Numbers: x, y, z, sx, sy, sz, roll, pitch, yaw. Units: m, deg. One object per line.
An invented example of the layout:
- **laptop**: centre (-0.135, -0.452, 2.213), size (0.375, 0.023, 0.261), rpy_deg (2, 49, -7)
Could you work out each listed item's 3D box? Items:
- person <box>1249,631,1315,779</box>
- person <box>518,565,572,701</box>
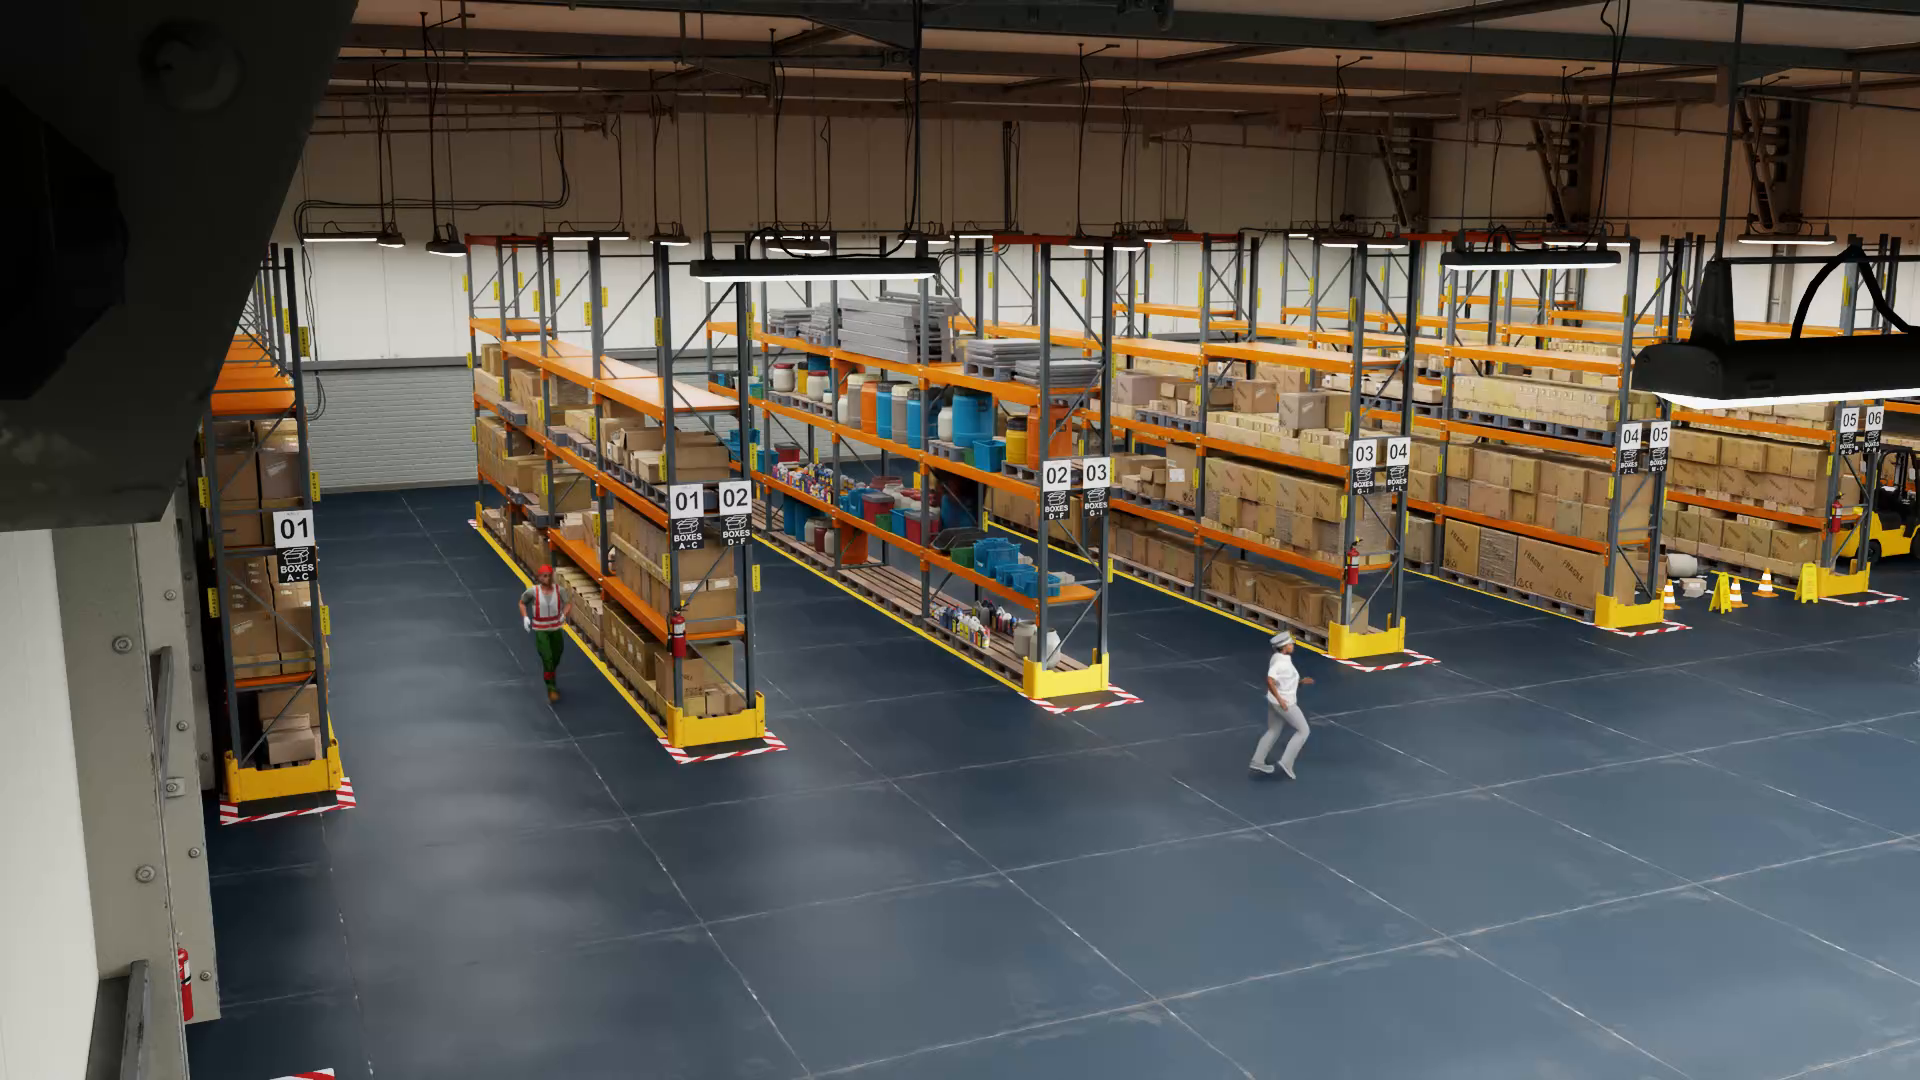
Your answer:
- **person**: centre (3.695, 1.888, 18.988), size (0.713, 1.731, 0.542), rpy_deg (-1, 11, -6)
- **person**: centre (-5.513, 1.195, 22.229), size (0.680, 1.777, 0.884), rpy_deg (-6, 12, -27)
